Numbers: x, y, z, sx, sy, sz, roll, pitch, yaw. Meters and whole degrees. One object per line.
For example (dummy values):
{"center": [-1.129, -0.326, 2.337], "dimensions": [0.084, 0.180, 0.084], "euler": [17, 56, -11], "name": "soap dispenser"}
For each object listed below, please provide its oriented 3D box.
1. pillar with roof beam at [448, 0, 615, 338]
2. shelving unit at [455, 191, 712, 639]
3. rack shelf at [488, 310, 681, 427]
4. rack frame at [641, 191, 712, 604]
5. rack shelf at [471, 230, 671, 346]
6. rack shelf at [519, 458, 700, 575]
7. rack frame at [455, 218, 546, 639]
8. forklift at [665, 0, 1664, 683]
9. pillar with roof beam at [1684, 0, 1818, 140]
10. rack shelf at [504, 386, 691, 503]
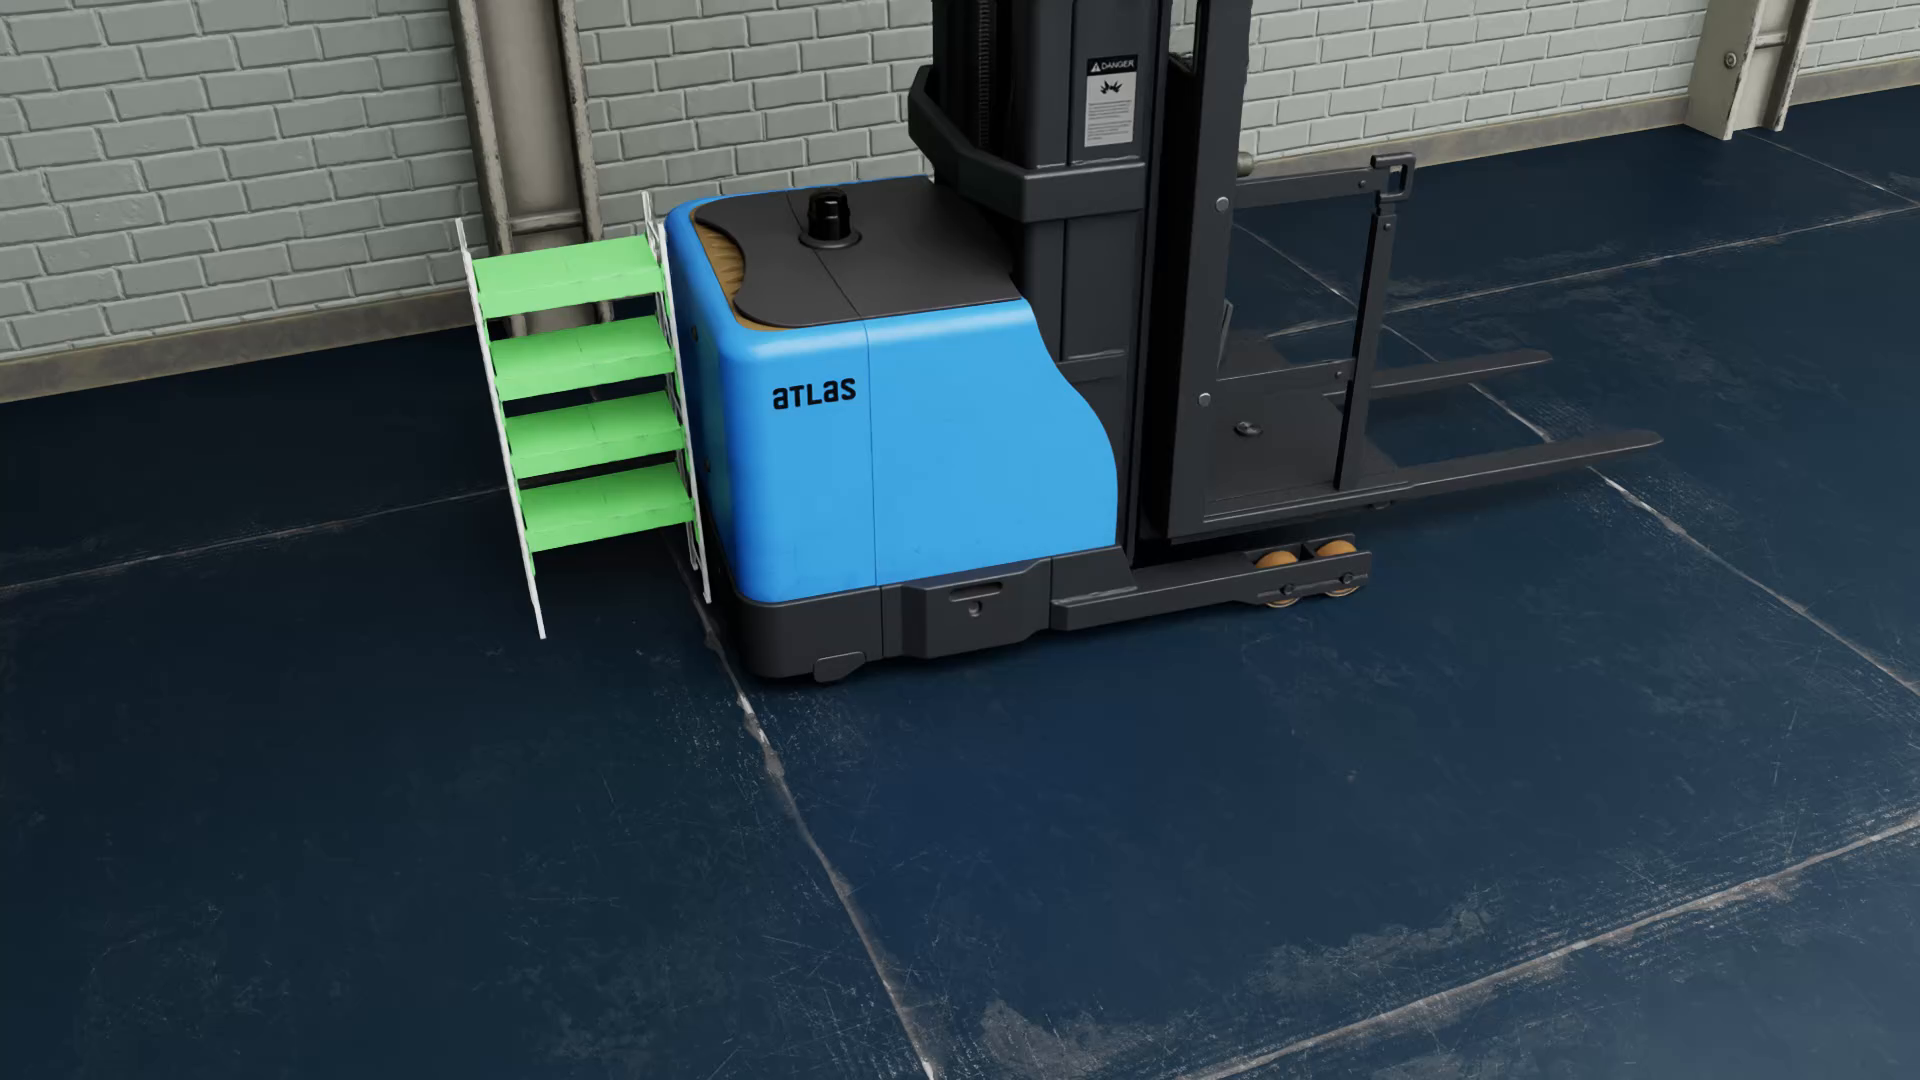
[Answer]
{"center": [0.078, -2.461, 0.781], "dimensions": [0.400, 9.000, 9.100], "euler": [-13, 35, -19], "name": "pillar with roof beam"}
{"center": [-1.027, -0.325, 4.640], "dimensions": [0.503, 1.200, 0.258], "euler": [-12, 35, -15], "name": "shelving unit"}
{"center": [-1.031, -0.472, 4.543], "dimensions": [0.480, 0.148, 0.258], "euler": [-12, 35, -15], "name": "rack shelf"}
{"center": [-0.797, -0.374, 4.704], "dimensions": [0.015, 1.200, 0.240], "euler": [-12, 35, -15], "name": "rack frame"}
{"center": [-1.036, -0.672, 4.410], "dimensions": [0.480, 0.148, 0.258], "euler": [-12, 35, -15], "name": "rack shelf"}
{"center": [-1.021, -0.072, 4.807], "dimensions": [0.480, 0.148, 0.258], "euler": [-12, 35, -15], "name": "rack shelf"}
{"center": [-1.258, -0.277, 4.575], "dimensions": [0.015, 1.200, 0.240], "euler": [-12, 35, -15], "name": "rack frame"}
{"center": [0.717, -1.293, 4.550], "dimensions": [3.031, 2.935, 1.130], "euler": [-10, 34, -14], "name": "forklift"}
{"center": [5.611, -3.728, 2.728], "dimensions": [0.400, 9.000, 9.100], "euler": [-13, 35, -19], "name": "pillar with roof beam"}
{"center": [-1.026, -0.272, 4.675], "dimensions": [0.480, 0.148, 0.258], "euler": [-12, 35, -15], "name": "rack shelf"}
